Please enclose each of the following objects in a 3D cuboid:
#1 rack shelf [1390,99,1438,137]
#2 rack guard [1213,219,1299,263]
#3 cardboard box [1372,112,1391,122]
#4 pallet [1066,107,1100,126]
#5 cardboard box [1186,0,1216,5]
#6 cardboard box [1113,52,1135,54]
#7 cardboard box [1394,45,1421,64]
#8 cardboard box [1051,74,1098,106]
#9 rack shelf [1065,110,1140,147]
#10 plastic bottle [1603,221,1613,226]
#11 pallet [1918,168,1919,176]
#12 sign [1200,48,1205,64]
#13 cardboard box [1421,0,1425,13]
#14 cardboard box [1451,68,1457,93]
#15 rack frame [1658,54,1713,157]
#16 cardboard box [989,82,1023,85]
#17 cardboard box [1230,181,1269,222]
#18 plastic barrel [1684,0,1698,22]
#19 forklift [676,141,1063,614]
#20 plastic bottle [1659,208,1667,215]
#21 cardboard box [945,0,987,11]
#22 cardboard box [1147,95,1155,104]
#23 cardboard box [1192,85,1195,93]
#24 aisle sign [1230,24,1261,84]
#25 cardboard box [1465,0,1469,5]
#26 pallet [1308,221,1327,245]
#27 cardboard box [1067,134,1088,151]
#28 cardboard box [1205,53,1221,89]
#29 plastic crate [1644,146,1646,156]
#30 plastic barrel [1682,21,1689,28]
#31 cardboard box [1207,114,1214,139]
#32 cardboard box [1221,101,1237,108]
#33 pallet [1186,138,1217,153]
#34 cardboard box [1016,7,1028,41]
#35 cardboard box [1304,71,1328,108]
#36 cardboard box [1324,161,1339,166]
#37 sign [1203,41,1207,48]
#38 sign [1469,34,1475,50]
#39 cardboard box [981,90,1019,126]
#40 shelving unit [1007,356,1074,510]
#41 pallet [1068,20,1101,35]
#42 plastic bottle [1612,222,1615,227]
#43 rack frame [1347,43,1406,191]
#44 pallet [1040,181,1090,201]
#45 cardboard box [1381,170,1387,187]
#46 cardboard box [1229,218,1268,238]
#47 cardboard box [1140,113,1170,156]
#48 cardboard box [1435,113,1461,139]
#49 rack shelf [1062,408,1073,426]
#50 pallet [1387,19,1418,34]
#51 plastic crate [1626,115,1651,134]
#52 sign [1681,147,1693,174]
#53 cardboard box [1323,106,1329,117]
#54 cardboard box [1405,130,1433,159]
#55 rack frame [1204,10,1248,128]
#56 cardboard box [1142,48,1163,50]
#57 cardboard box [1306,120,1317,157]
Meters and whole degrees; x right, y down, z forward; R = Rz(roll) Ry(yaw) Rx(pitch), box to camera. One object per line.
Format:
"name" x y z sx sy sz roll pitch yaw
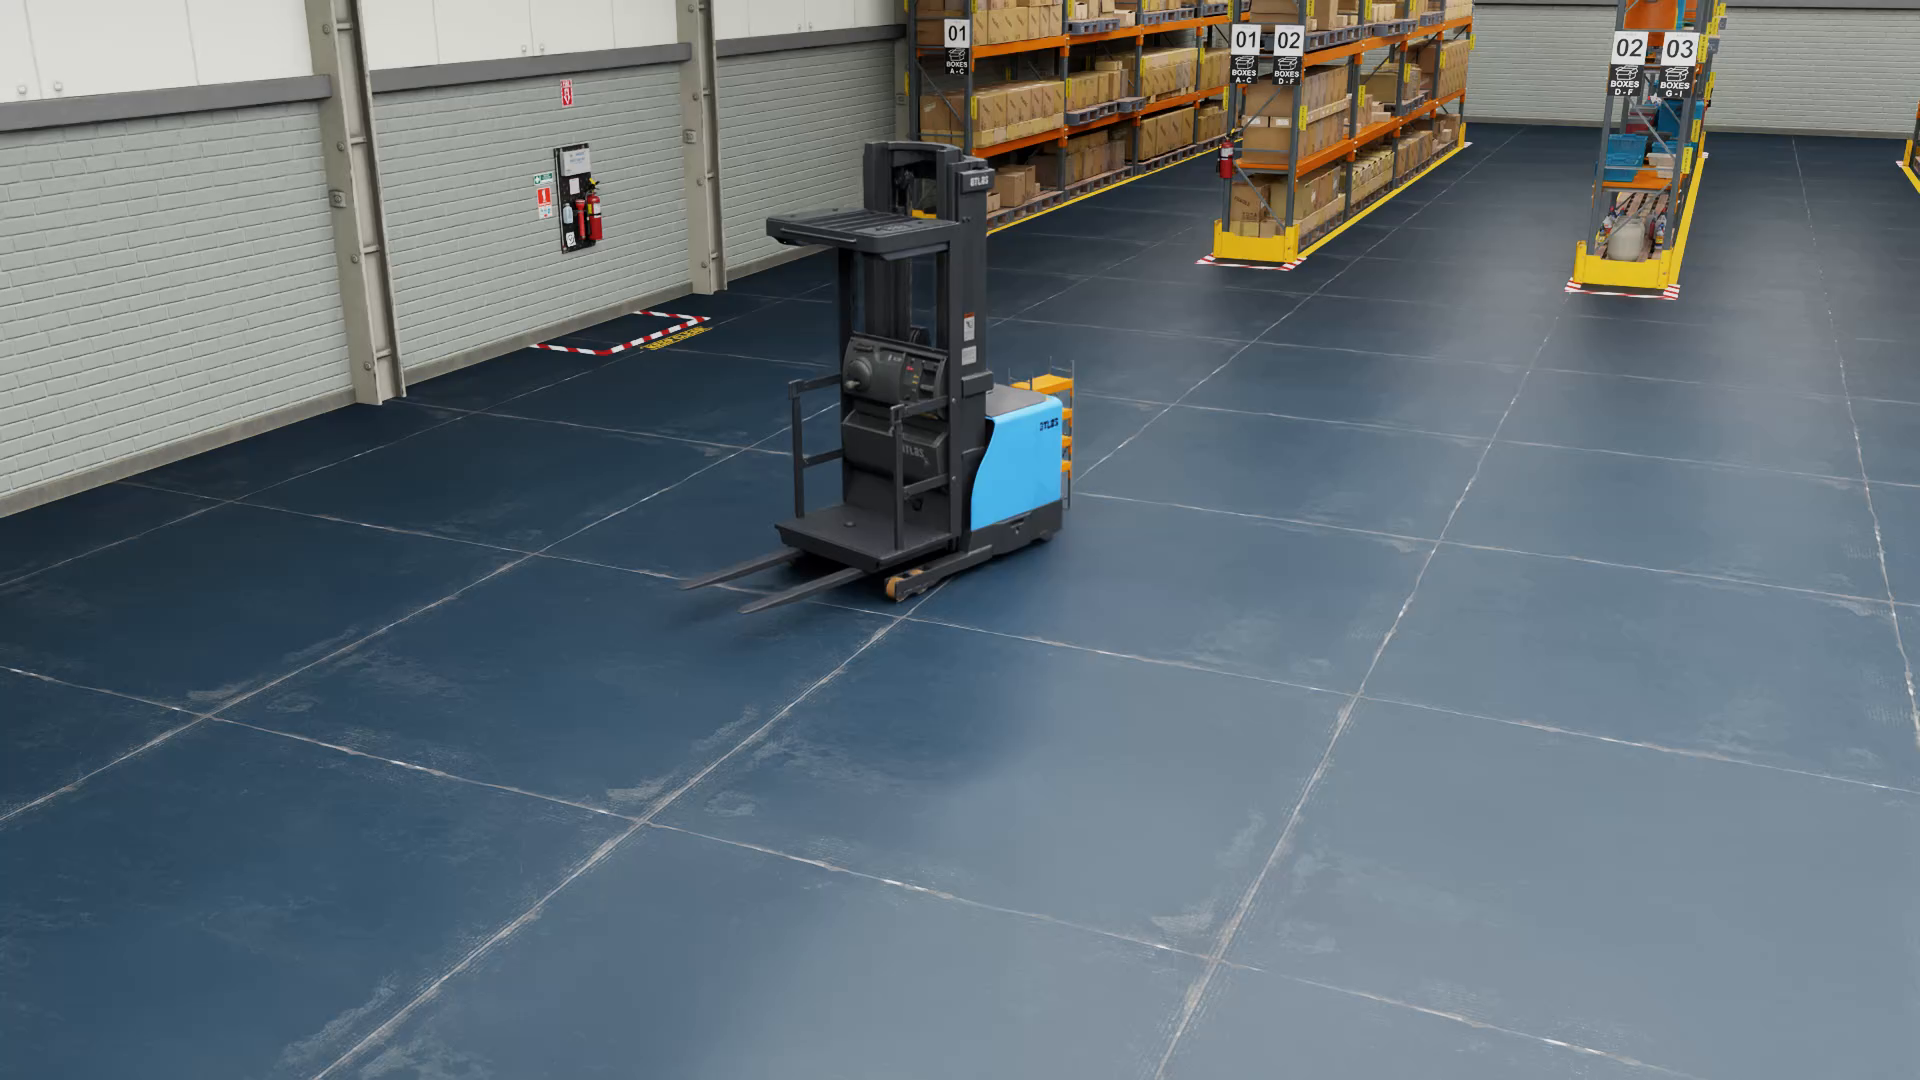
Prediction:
"rack shelf" 8.327 -8.178 32.061 1.077 0.370 4.000 9 21 23
"rack guard" 4.222 -4.275 23.742 1.175 0.500 0.348 9 21 23
"cardboard box" 7.392 -7.474 29.383 0.380 0.149 0.250 9 21 23
"pallet" 1.795 -7.484 29.324 1.003 0.211 1.213 9 21 23
"cardboard box" 5.148 -11.569 35.495 0.500 0.250 0.500 8 21 23
"cardboard box" 3.365 -9.622 33.307 0.500 0.250 0.500 8 21 21
"cardboard box" 9.117 -9.836 34.009 0.500 0.500 0.500 9 21 23
"cardboard box" 2.065 -8.142 30.080 0.700 0.500 0.500 12 23 30
"rack shelf" 2.168 -7.634 30.530 1.077 0.370 4.000 9 21 23
"plastic bottle" 9.287 -4.440 23.886 0.152 0.276 0.135 8 21 21
"pallet" 19.063 -7.050 31.977 1.003 0.211 1.213 9 21 23
"sign" 5.124 -10.243 35.185 0.100 0.325 0.005 9 21 23
"cardboard box" 8.619 -10.482 32.065 0.600 0.600 0.600 8 21 22
"cardboard box" 10.224 -9.759 35.284 0.500 0.500 0.500 8 21 22
"rack frame" 15.301 -9.670 35.183 1.000 3.000 0.127 9 21 23
"cardboard box" 0.751 -7.381 27.820 0.500 0.500 0.500 8 21 22
"cardboard box" 4.180 -4.920 24.185 0.500 0.500 0.500 9 21 23
"plastic barrel" 12.260 -9.211 28.148 0.600 0.830 0.708 9 21 23
"forklift" -0.598 -1.157 11.347 1.130 2.935 3.031 17 26 40
"plastic bottle" 10.387 -4.724 24.574 0.144 0.351 0.185 8 21 21
"cardboard box" 0.090 -8.164 24.800 0.500 0.500 0.500 7 21 19
"cardboard box" 3.630 -8.689 32.770 0.380 0.149 0.250 9 22 24
"cardboard box" 4.745 -9.556 35.206 0.380 0.149 0.250 9 21 23
"aisle sign" 3.937 -6.705 22.966 0.394 0.787 0.004 9 21 23
"cardboard box" 10.602 -11.584 35.566 0.500 0.250 0.500 9 21 23
"pallet" 5.008 -4.757 25.530 1.003 0.211 1.213 9 21 23
"cardboard box" 2.022 -7.266 30.378 0.500 0.250 0.500 8 21 21
"cardboard box" 5.166 -10.334 36.602 0.980 0.700 0.700 8 21 21
"plastic crate" 9.574 -5.526 23.846 0.450 0.188 0.662 9 21 23
"plastic barrel" 11.971 -8.482 27.598 0.294 0.245 0.294 0 20 0
"cardboard box" 5.233 -9.194 36.949 0.700 0.500 0.500 8 21 22
"cardboard box" 6.181 -10.063 38.424 0.380 0.149 0.250 8 21 22
"pallet" 5.008 -8.715 36.658 1.003 0.211 1.213 9 21 23
"cardboard box" 0.738 -8.161 26.285 0.500 0.500 0.500 10 22 26
"cardboard box" 5.077 -6.744 24.870 0.700 0.500 0.500 9 21 23
"cardboard box" 6.188 -6.324 28.415 0.500 0.311 0.500 8 21 23
"sign" 5.759 -11.553 39.066 0.100 0.325 0.005 9 21 23
"sign" 11.282 -10.963 36.619 0.100 0.325 0.005 9 21 23
"cardboard box" 0.610 -6.842 26.306 0.500 0.500 0.500 8 21 21
"shelving unit" 0.617 -0.774 12.855 0.258 1.200 0.503 17 26 40
"pallet" 1.699 -8.860 28.709 1.213 0.211 1.003 9 21 23
"plastic bottle" 9.327 -4.387 23.725 0.061 0.283 0.133 9 21 23
"rack frame" 7.508 -7.905 30.221 1.000 3.000 0.127 9 21 23
"pallet" 1.667 -6.285 29.828 1.003 0.211 1.213 9 21 23
"cardboard box" 7.307 -6.455 29.620 0.500 0.250 0.500 8 21 22
"cardboard box" 4.182 -4.567 24.310 0.500 0.250 0.500 9 21 23
"cardboard box" 3.772 -8.243 33.751 0.750 0.750 0.750 8 21 22
"cardboard box" 10.786 -9.180 36.880 0.500 0.500 0.500 9 21 23
"rack shelf" 0.617 -0.922 12.803 0.258 0.148 0.480 17 26 40
"pallet" 7.312 -9.010 29.132 1.213 0.211 1.003 10 22 25
"plastic crate" 10.306 -6.222 25.392 0.402 0.464 0.583 9 21 23
"sign" 9.249 -4.833 21.168 0.100 0.325 0.005 9 21 23
"cardboard box" 5.327 -6.453 25.020 0.380 0.149 0.250 9 22 24
"cardboard box" 9.205 -7.967 33.470 0.500 0.500 0.500 8 21 22
"rack frame" 6.263 -11.029 39.005 1.000 3.000 0.127 9 21 23
"cardboard box" 3.991 -10.091 34.624 0.500 0.250 0.500 9 21 23
"cardboard box" 4.854 -5.960 24.602 0.700 0.500 0.500 9 21 23
